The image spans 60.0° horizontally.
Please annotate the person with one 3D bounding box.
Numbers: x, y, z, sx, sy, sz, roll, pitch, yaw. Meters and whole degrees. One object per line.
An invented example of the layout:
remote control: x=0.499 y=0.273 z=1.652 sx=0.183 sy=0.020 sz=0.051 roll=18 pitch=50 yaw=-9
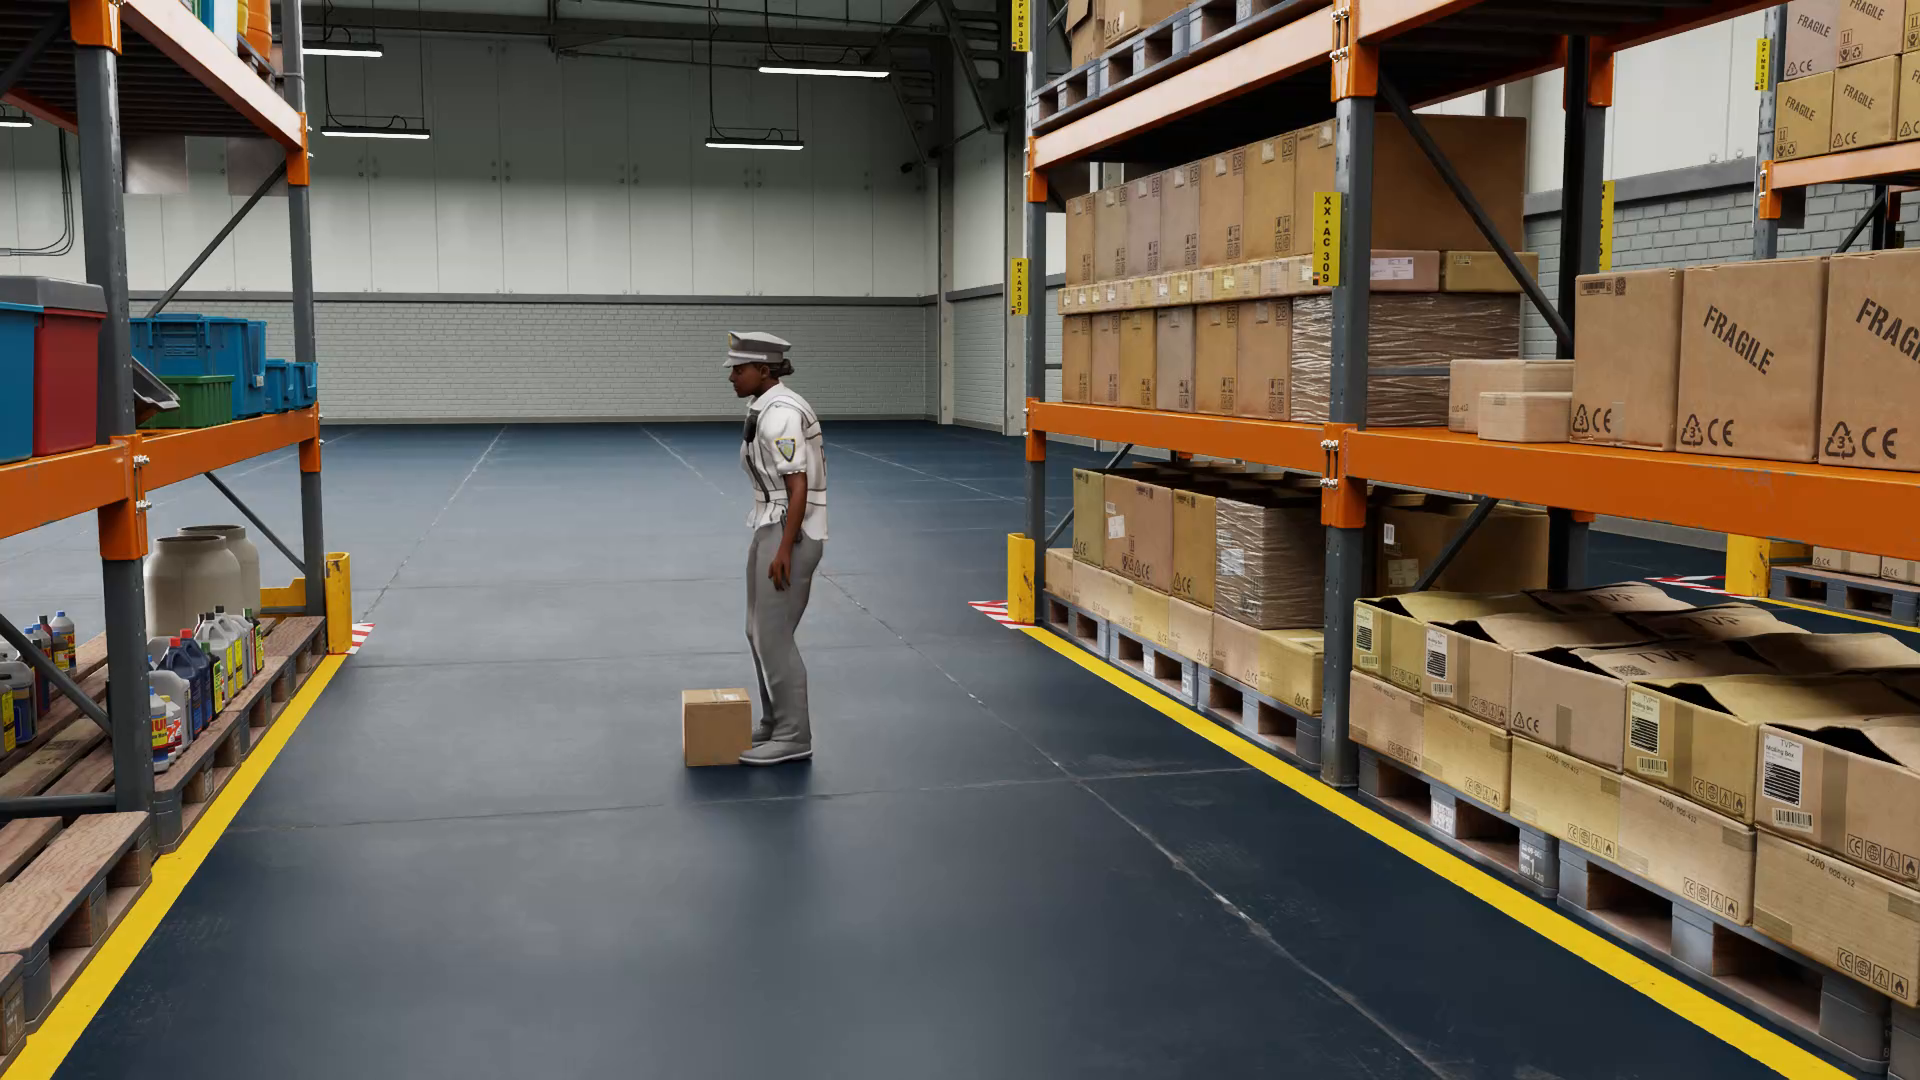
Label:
person: x=-0.722 y=0.022 z=6.483 sx=0.398 sy=1.659 sz=0.529 roll=-2 pitch=7 yaw=-17
